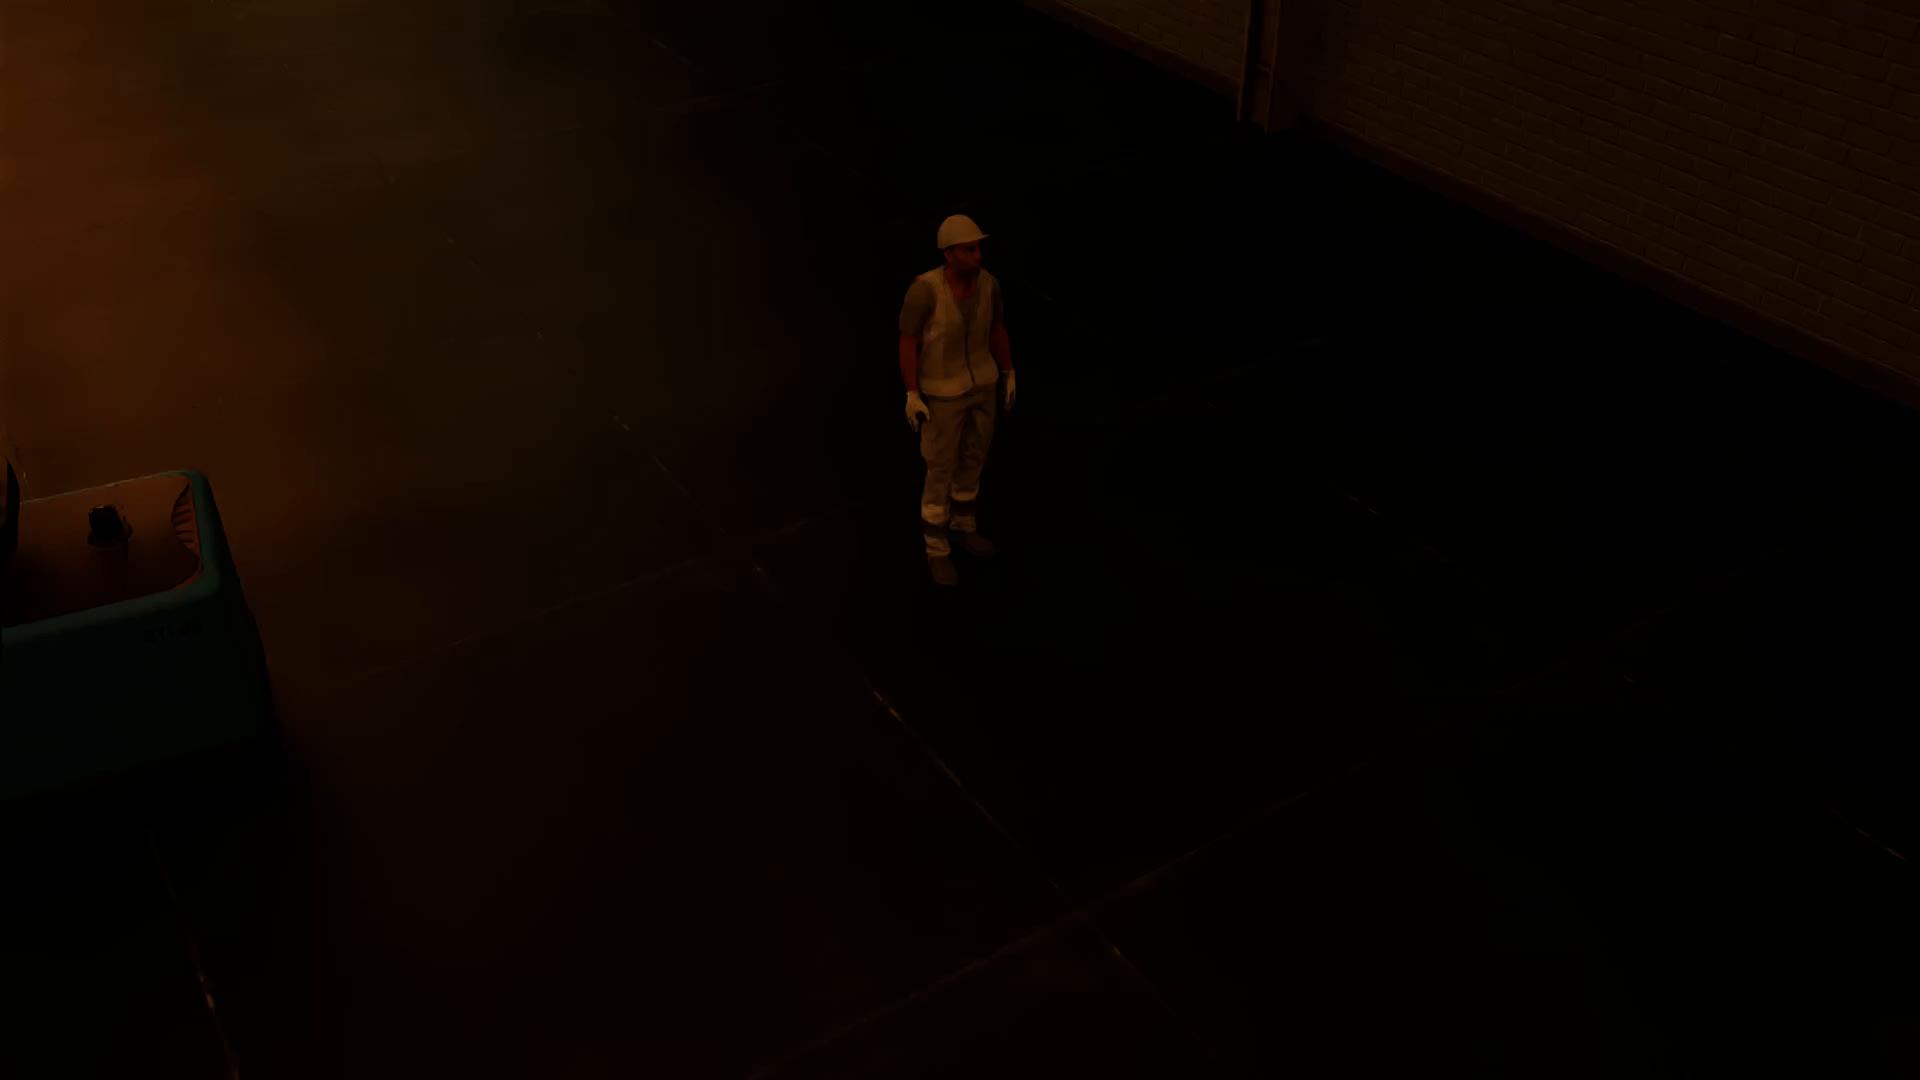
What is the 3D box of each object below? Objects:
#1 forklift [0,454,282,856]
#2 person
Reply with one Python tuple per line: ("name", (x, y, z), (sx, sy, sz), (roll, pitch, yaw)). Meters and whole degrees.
("forklift", (-4.496, -0.053, 6.223), (3.031, 2.935, 1.130), (-15, 38, -20))
("person", (0.035, -0.696, 8.119), (0.637, 1.787, 0.563), (-21, 40, -27))
